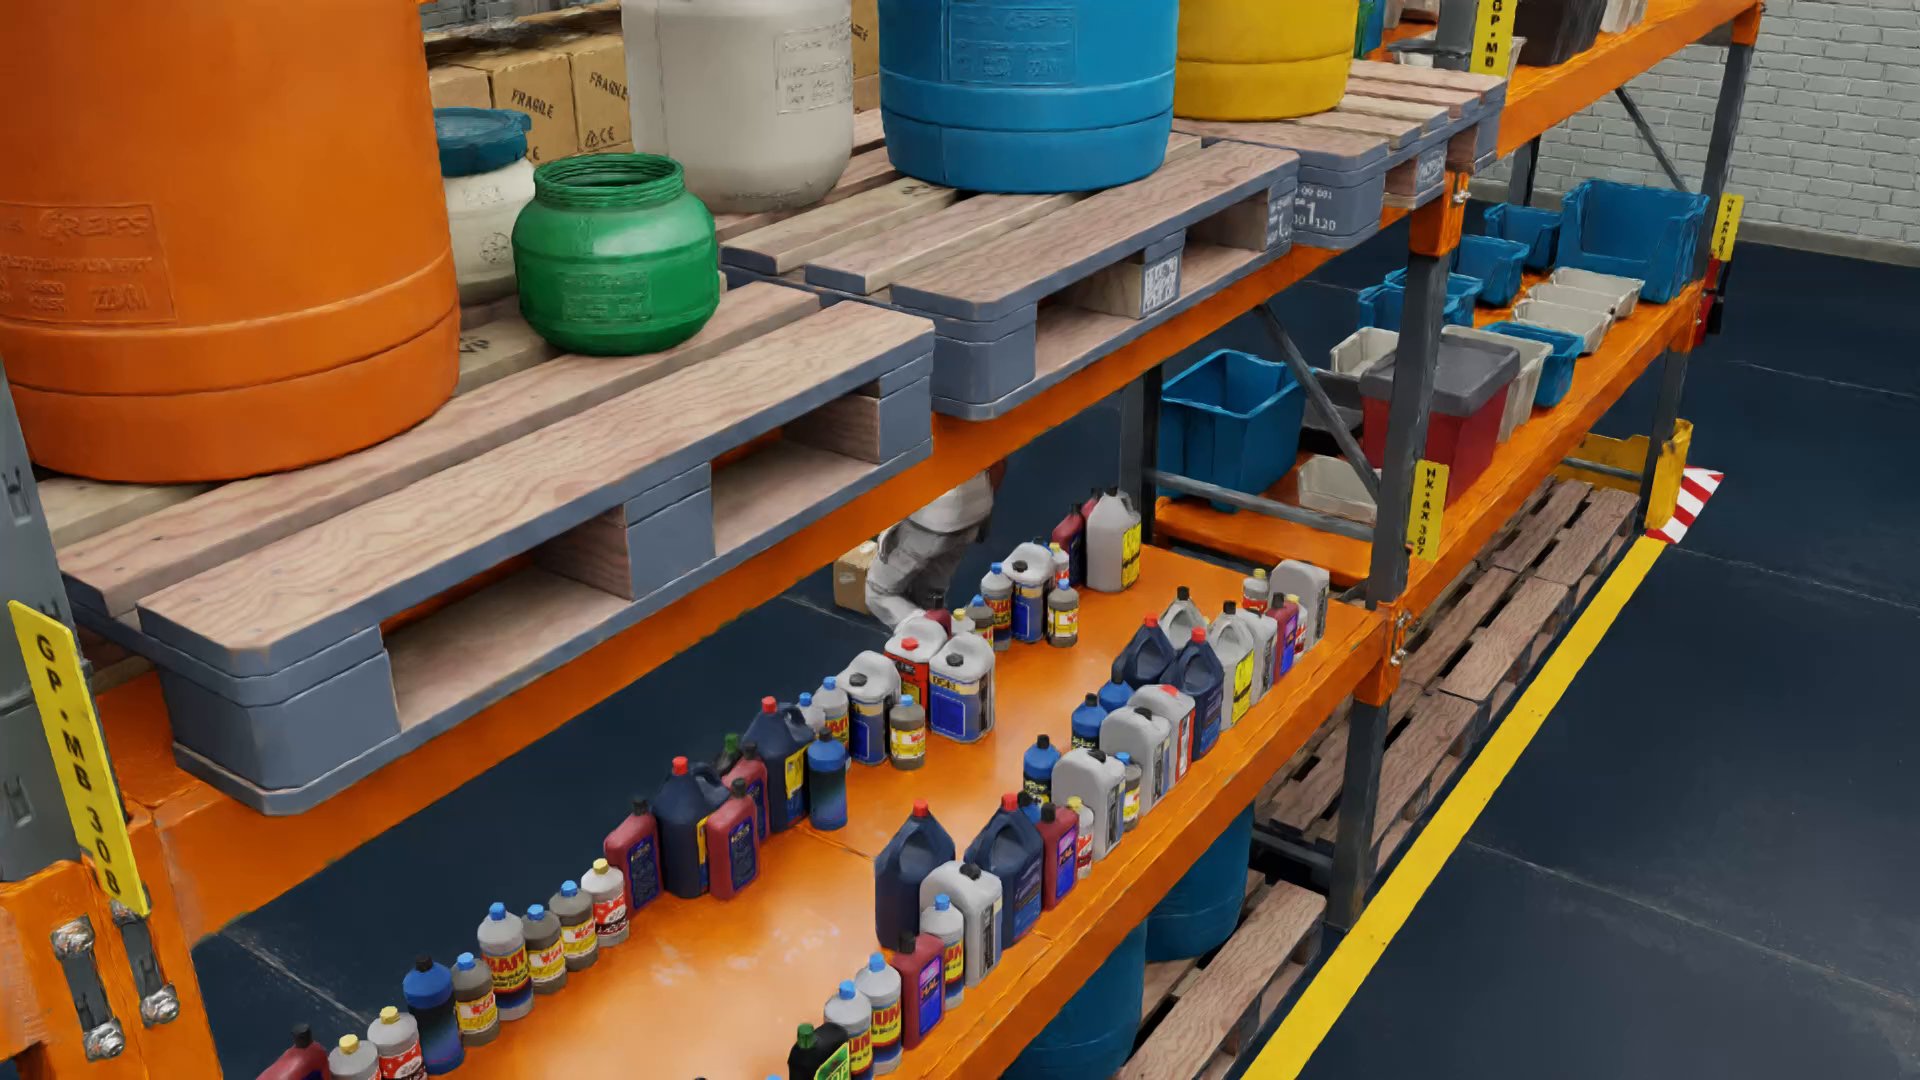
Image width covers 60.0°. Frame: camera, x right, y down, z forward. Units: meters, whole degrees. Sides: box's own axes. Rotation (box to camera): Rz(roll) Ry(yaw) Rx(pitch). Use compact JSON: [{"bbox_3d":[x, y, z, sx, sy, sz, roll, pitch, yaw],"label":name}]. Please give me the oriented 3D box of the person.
[{"bbox_3d":[-0.079,-0.088,6.806,0.539,1.758,0.605,20,33,34],"label":"person"}]
